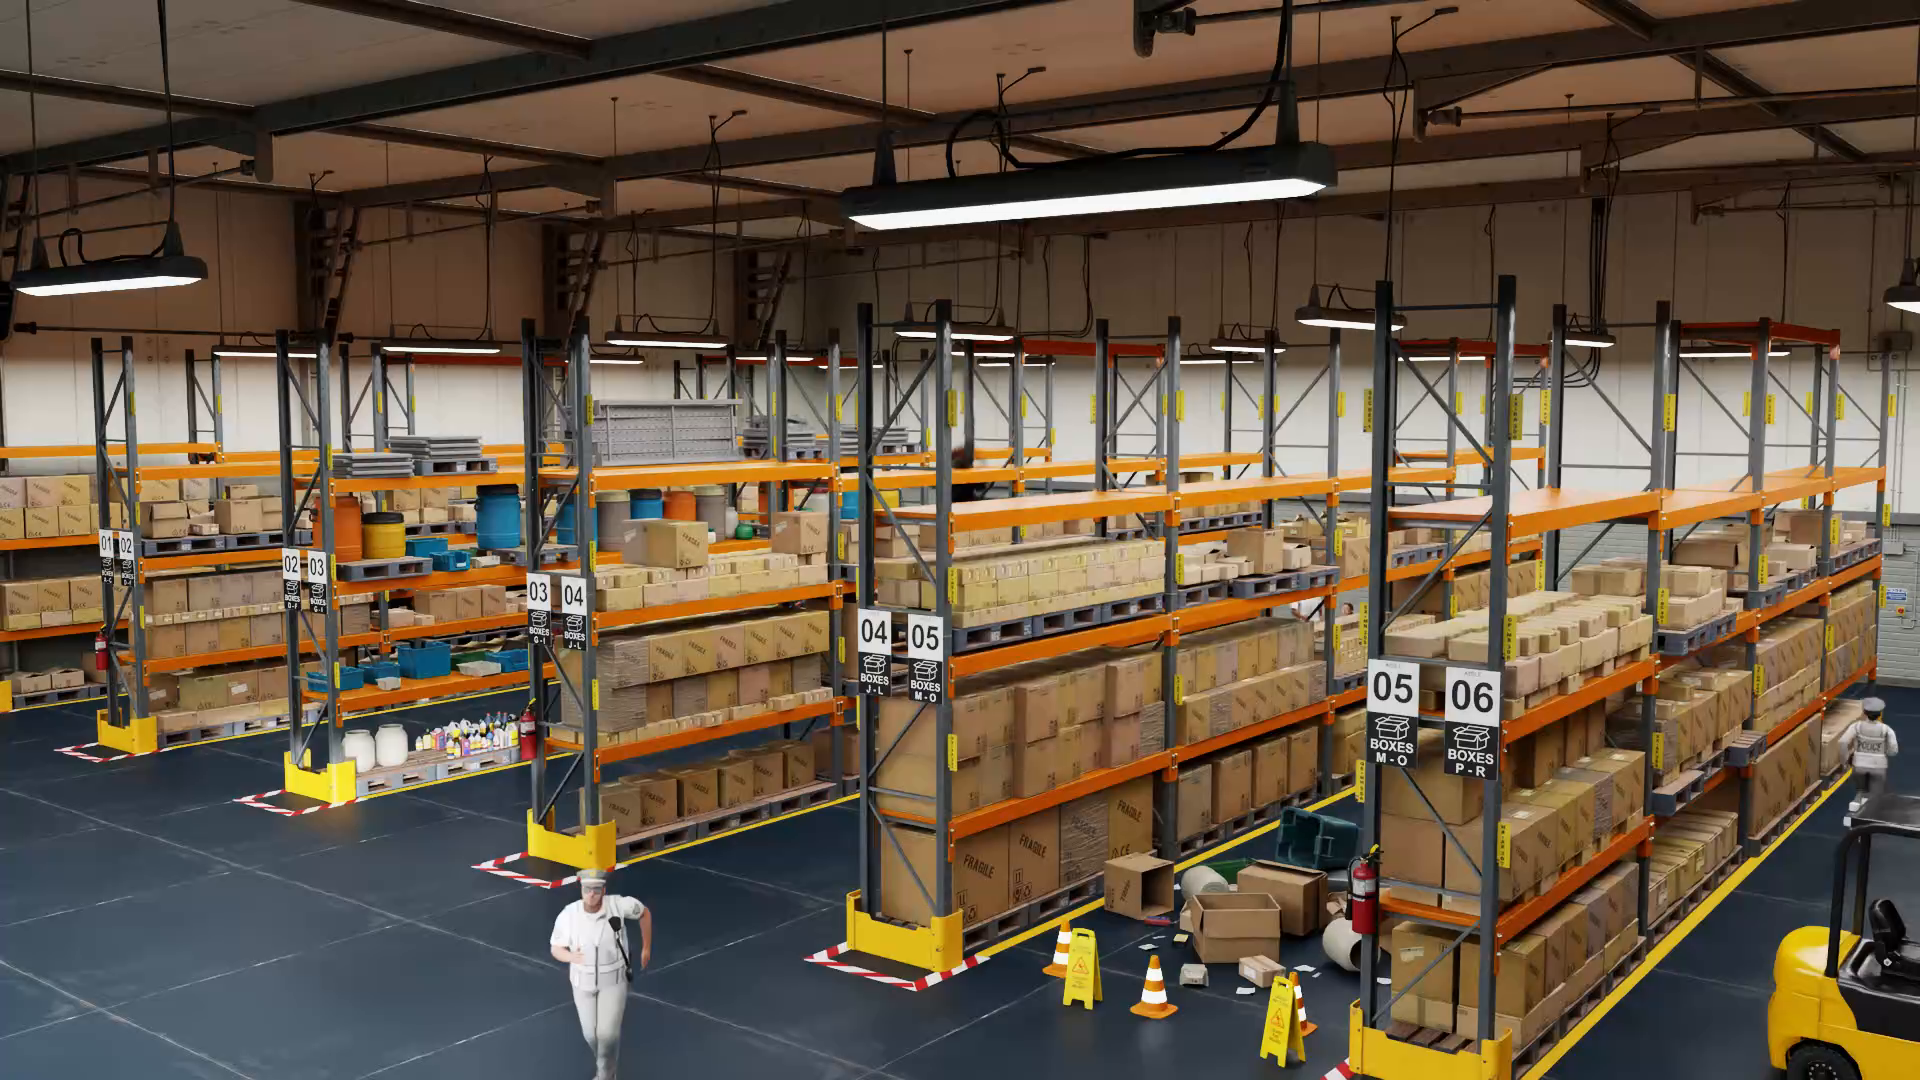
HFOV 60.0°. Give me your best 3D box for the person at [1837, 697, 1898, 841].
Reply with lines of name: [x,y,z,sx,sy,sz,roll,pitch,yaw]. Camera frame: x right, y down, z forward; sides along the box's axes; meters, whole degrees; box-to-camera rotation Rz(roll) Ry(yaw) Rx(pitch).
person: [10.546,2.640,19.300,0.587,1.661,0.632,4,6,39]

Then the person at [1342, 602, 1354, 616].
person: [6.655,1.881,28.556,0.570,1.630,0.622,4,6,37]

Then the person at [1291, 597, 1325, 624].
person: [6.646,1.557,31.643,0.692,1.700,0.568,0,5,-6]

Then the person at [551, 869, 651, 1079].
person: [-2.623,3.233,12.158,0.692,1.784,0.837,0,5,-4]
